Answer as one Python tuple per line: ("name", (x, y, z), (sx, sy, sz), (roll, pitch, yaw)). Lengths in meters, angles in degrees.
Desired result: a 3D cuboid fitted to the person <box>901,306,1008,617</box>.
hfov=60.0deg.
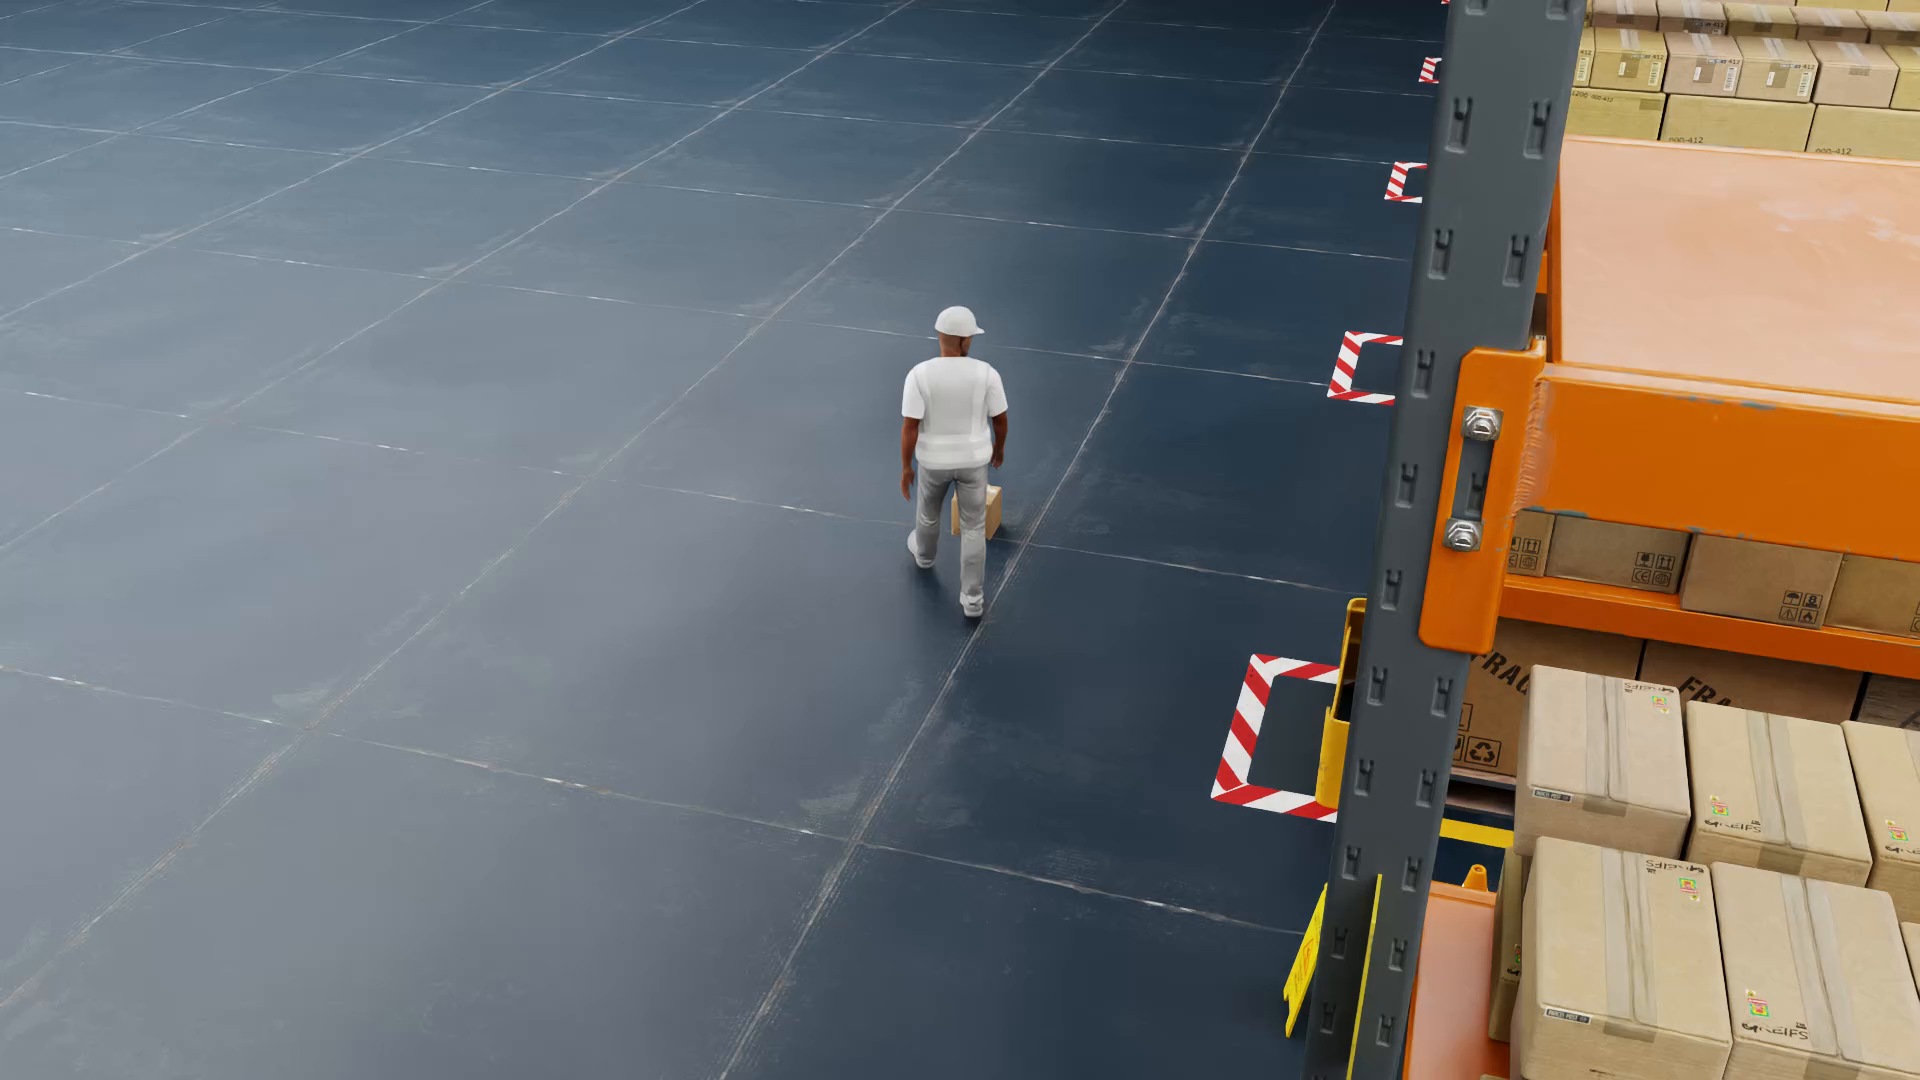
("person", (-0.030, -0.505, 9.368), (0.596, 1.735, 0.890), (0, 29, 0))
